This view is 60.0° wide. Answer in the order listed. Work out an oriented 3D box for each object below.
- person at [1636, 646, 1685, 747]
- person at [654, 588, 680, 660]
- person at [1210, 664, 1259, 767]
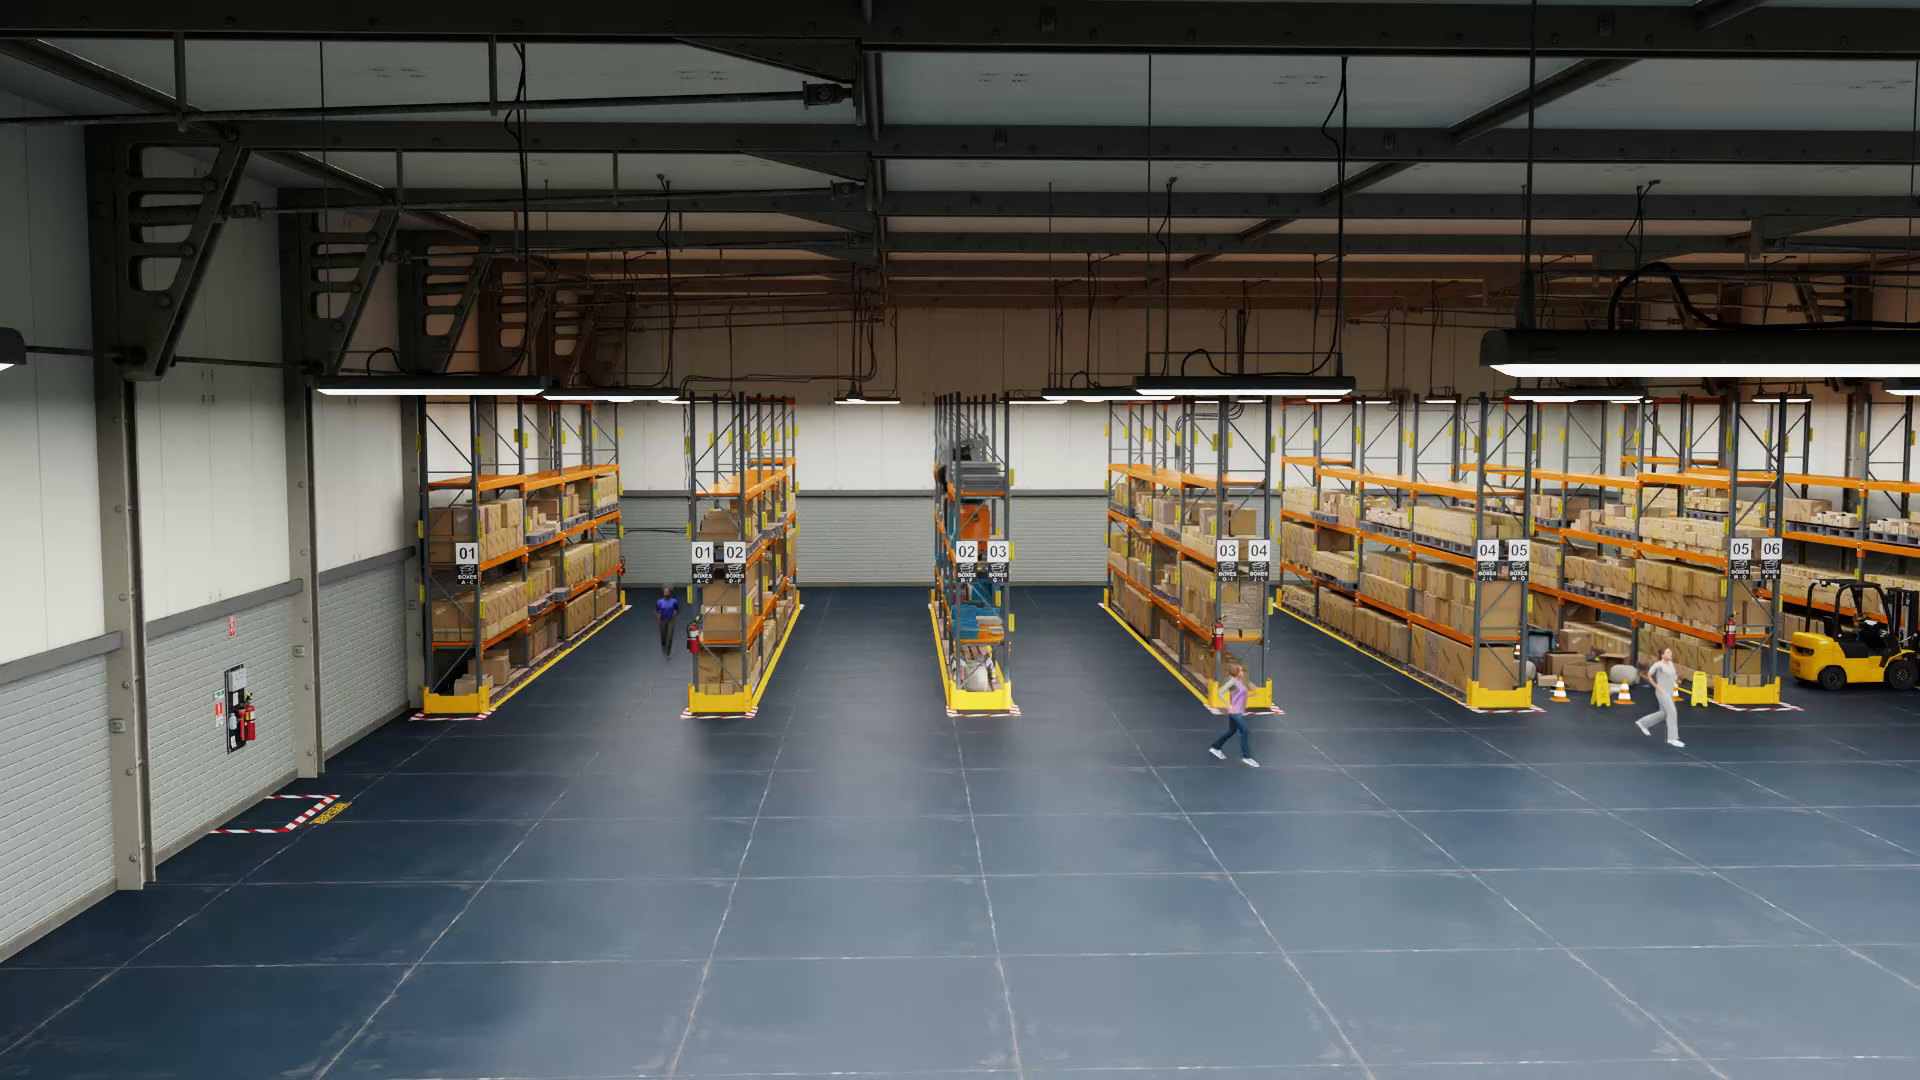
[{"bbox_3d":[11.963,2.628,28.320,0.560,1.675,0.863,-4,6,-38],"label":"person"},{"bbox_3d":[-6.653,1.891,37.781,0.593,1.606,0.727,-1,5,-12],"label":"person"},{"bbox_3d":[4.389,2.780,26.553,0.820,1.620,0.524,2,5,22],"label":"person"}]
